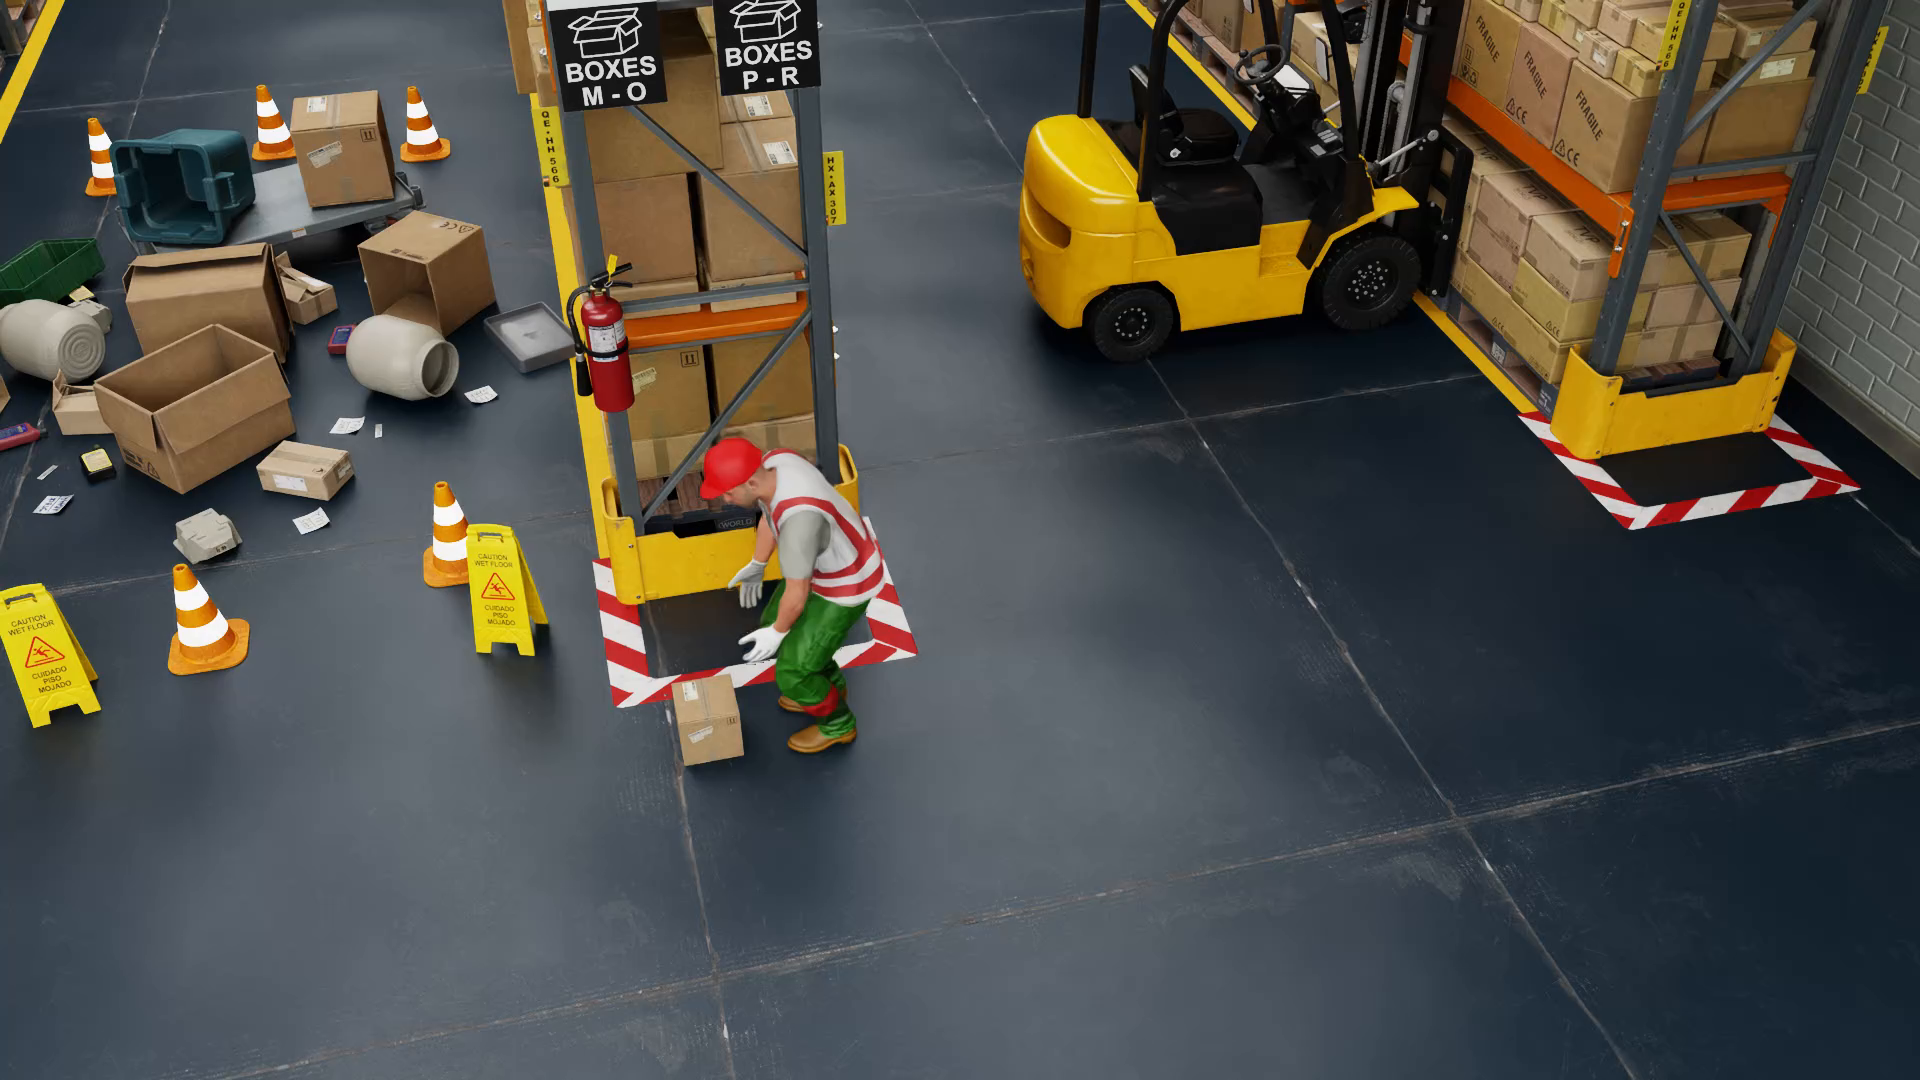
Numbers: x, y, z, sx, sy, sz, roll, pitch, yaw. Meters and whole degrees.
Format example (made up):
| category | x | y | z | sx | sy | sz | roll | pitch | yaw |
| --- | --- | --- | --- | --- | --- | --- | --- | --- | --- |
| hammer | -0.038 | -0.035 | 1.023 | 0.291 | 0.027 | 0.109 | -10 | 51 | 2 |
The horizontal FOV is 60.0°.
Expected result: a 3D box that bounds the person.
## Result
| category | x | y | z | sx | sy | sz | roll | pitch | yaw |
| --- | --- | --- | --- | --- | --- | --- | --- | --- | --- |
| person | -0.642 | 0.205 | 6.645 | 0.690 | 1.528 | 0.579 | -9 | 39 | -12 |
